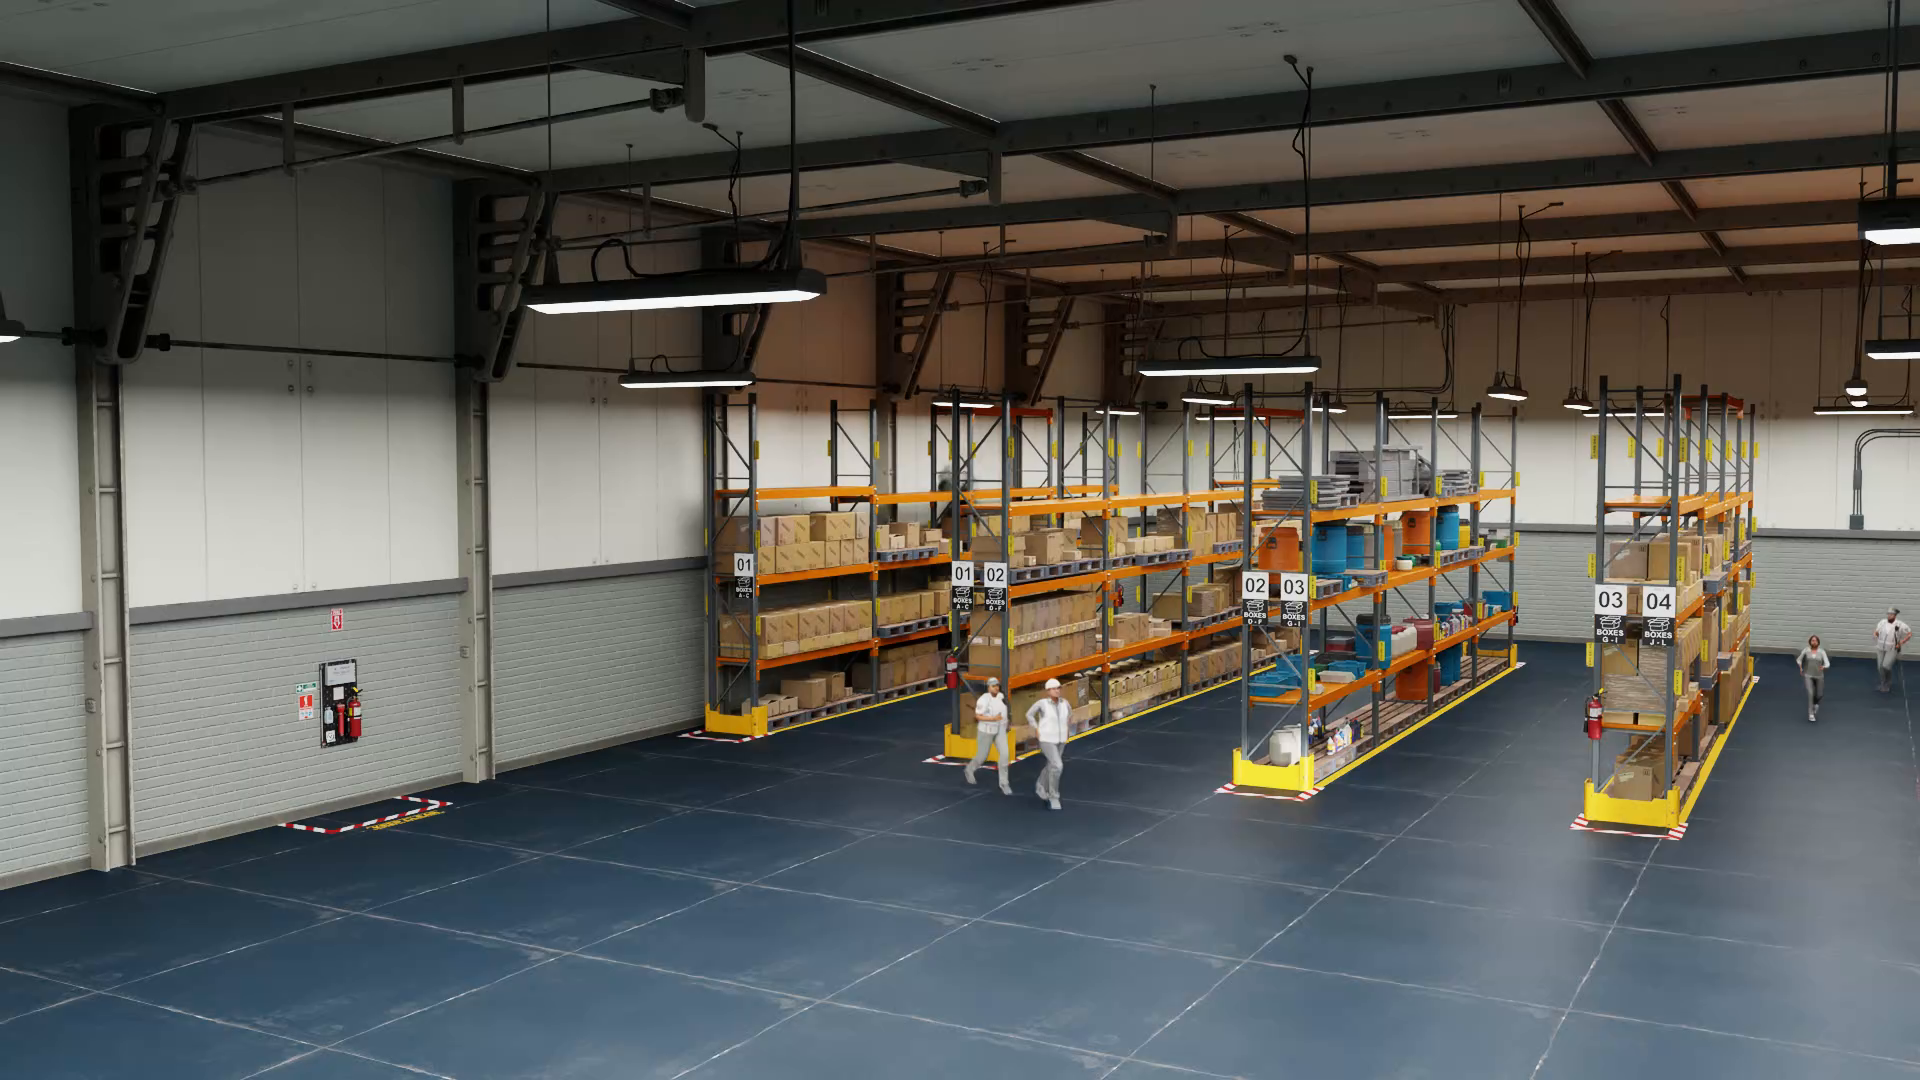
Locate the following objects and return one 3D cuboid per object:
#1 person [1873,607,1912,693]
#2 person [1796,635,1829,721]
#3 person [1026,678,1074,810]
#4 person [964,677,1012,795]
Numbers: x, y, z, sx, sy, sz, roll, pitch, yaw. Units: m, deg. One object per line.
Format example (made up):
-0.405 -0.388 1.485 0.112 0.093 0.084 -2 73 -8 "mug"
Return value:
19.197 2.287 34.354 0.721 1.823 0.660 -2 4 -34 "person"
15.840 2.550 30.894 0.546 1.561 0.743 1 3 23 "person"
1.320 2.864 23.461 0.626 1.843 0.776 -2 4 -33 "person"
0.460 2.862 24.446 0.614 1.694 0.881 -2 4 -30 "person"
